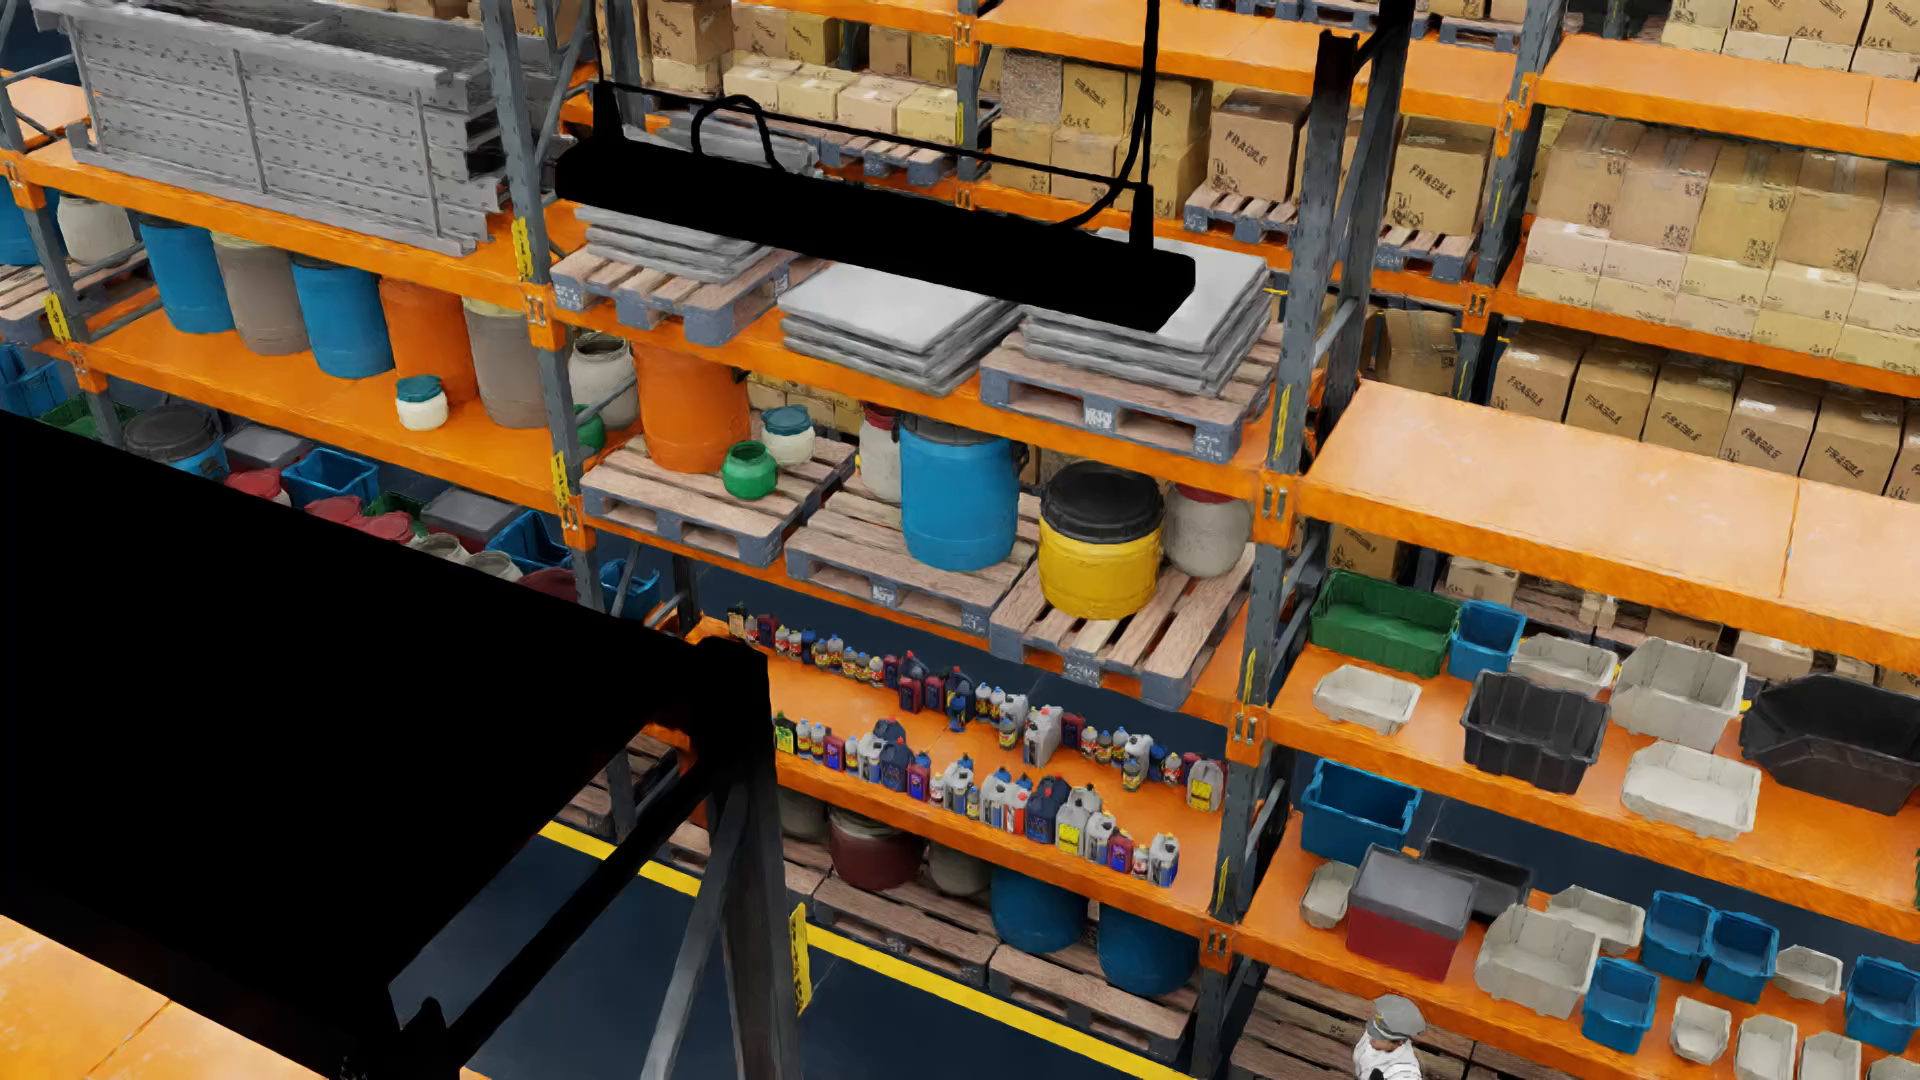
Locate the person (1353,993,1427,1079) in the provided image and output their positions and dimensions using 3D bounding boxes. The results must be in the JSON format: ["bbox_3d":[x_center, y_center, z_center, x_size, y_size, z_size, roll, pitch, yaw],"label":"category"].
[{"bbox_3d":[2.223,2.874,8.354,0.576,1.651,0.589,-1,35,-1],"label":"person"}]
